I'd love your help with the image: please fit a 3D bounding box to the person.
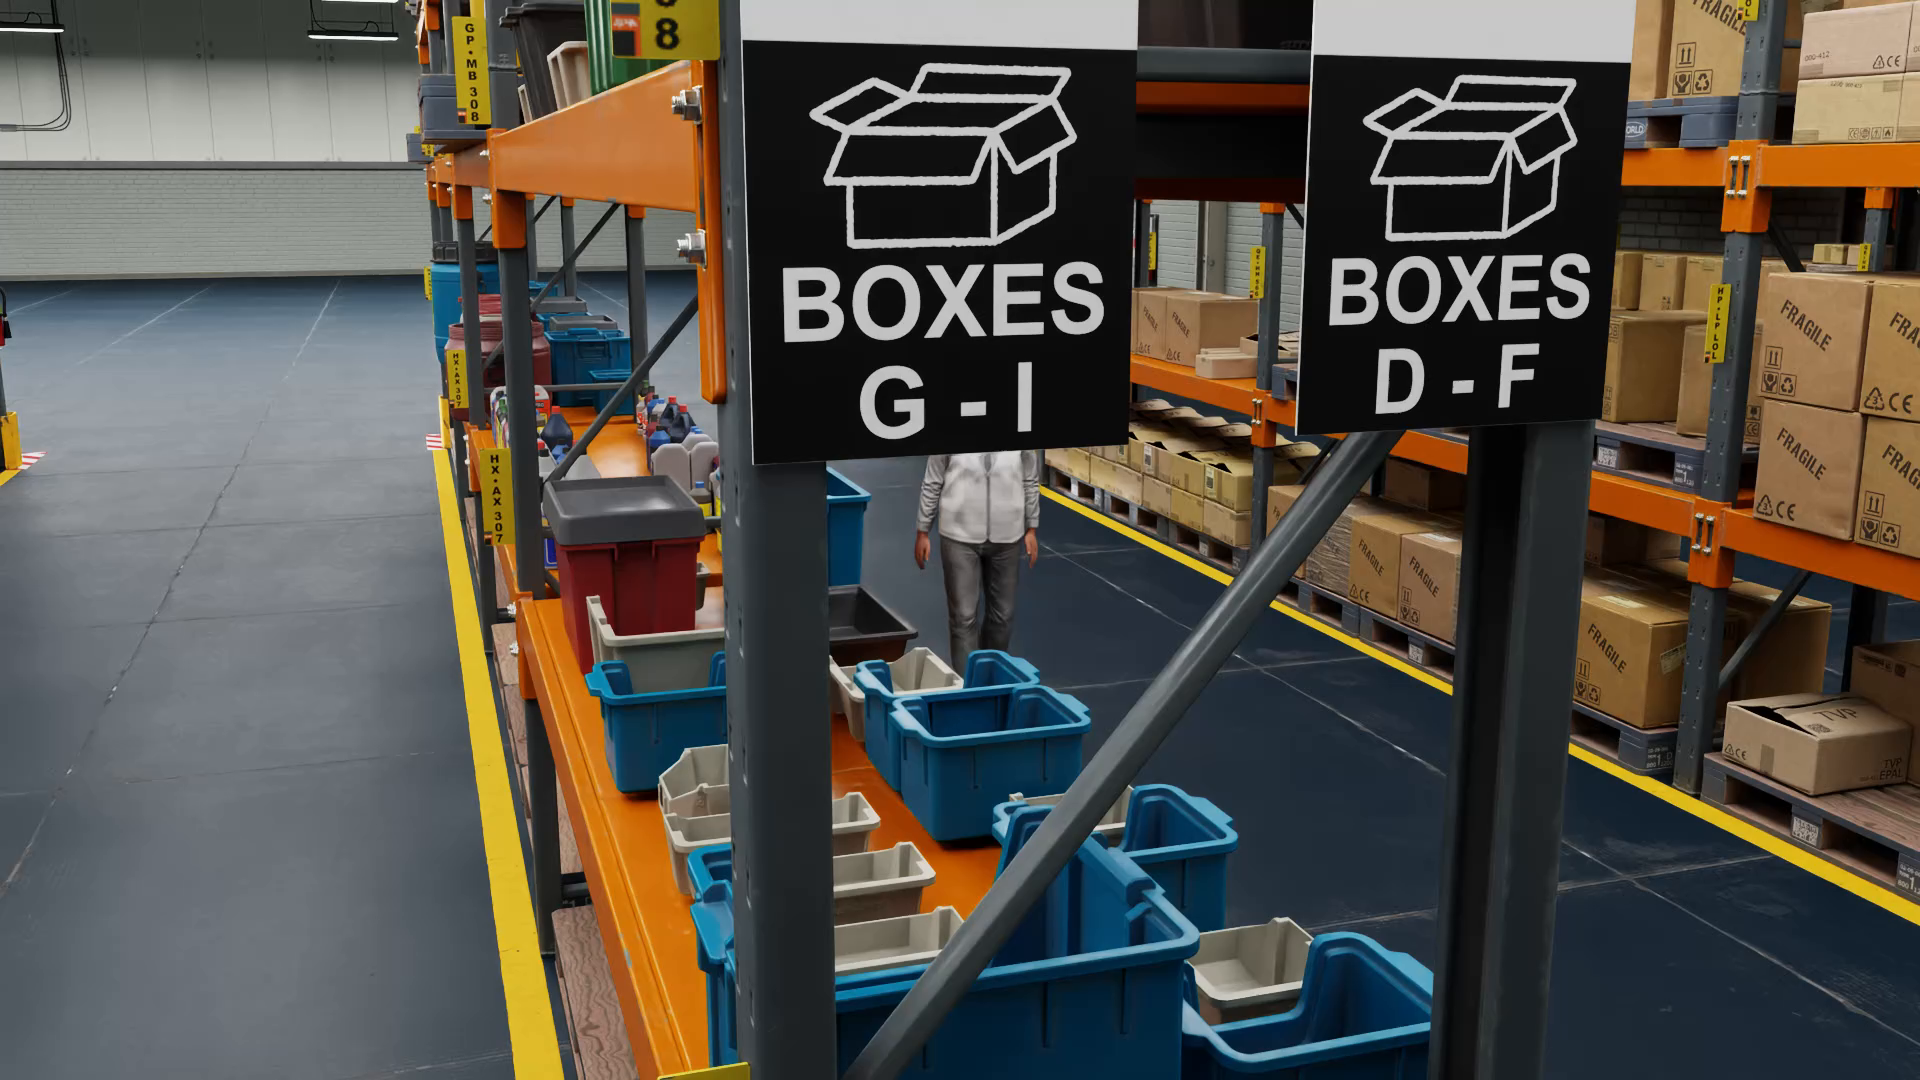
[{"bbox_3d":[0.097,-0.015,8.409,0.639,1.775,0.583,-2,13,-11],"label":"person"}]
